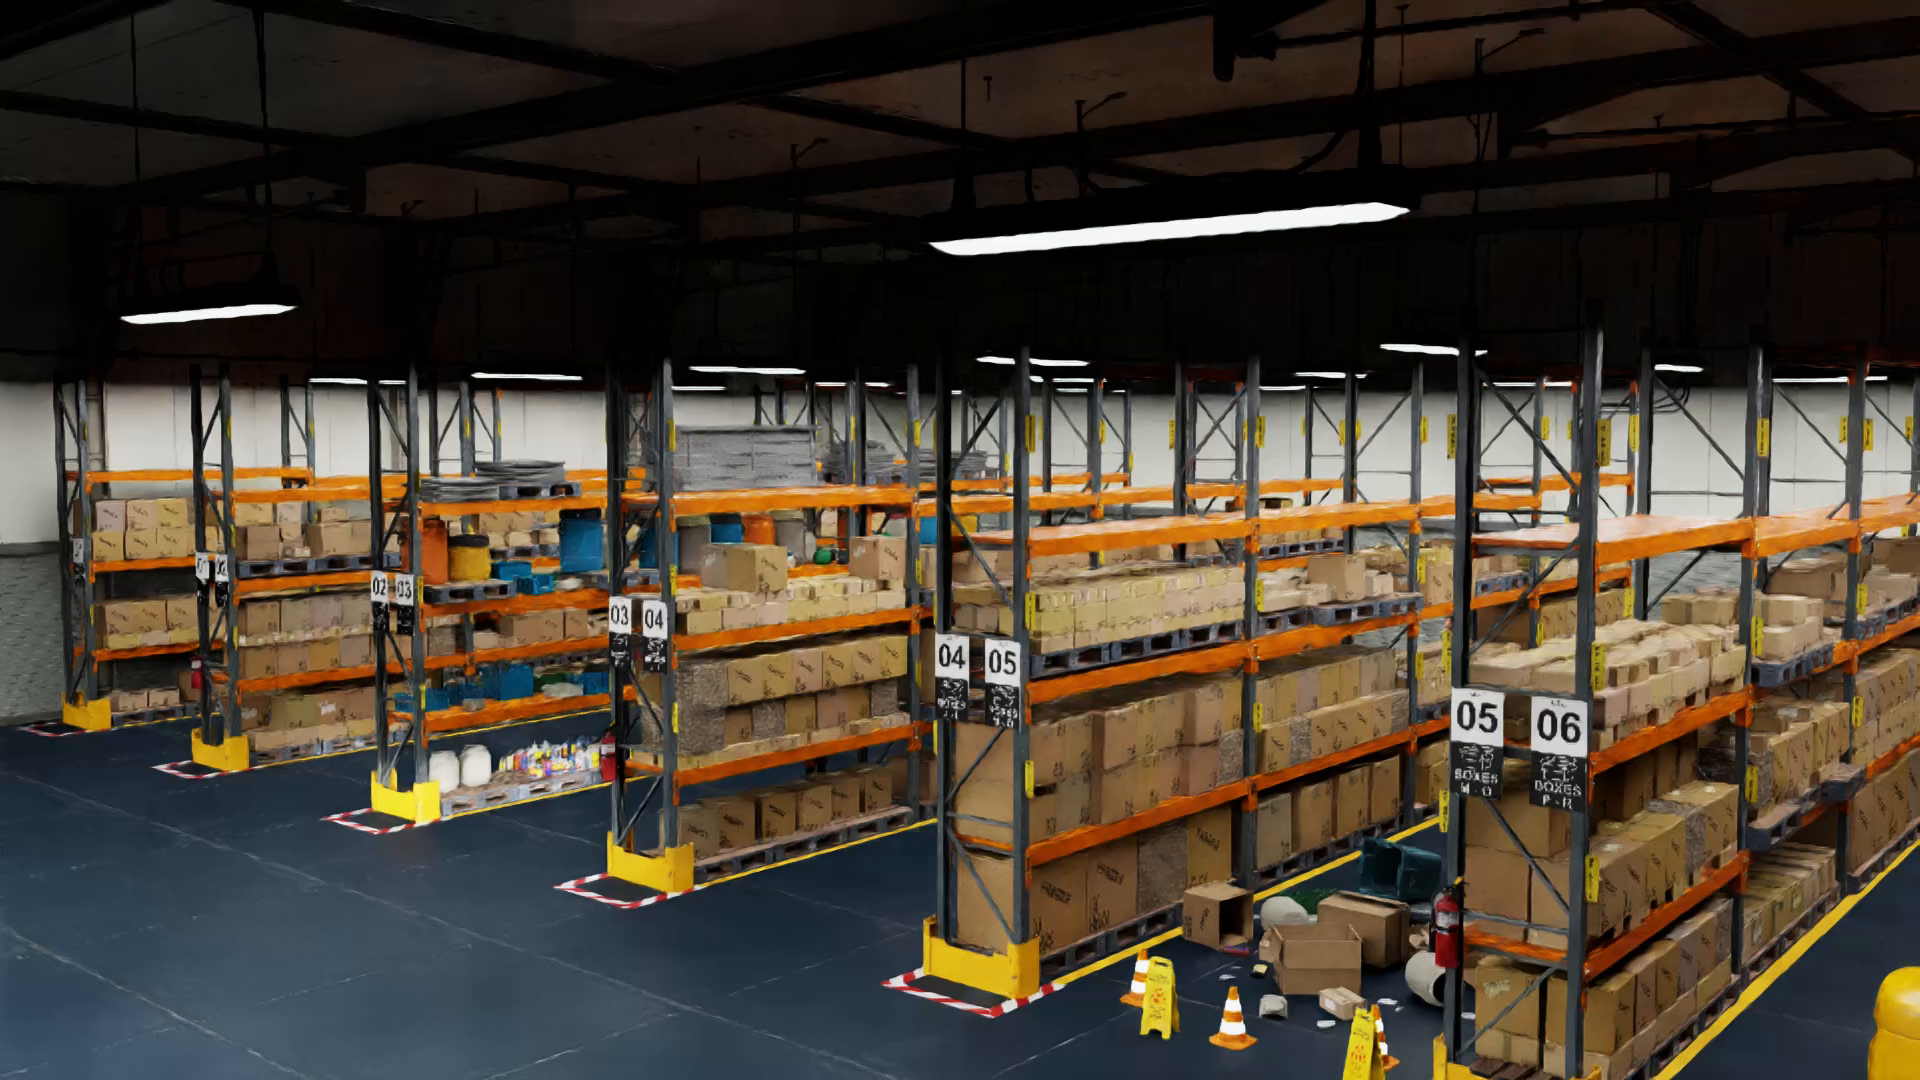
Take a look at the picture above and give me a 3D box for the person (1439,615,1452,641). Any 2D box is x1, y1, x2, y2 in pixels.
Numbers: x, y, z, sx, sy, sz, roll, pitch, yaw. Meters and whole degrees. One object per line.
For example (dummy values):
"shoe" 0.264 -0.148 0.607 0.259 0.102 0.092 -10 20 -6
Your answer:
"person" 8.966 2.159 30.440 0.448 1.588 1.110 4 6 42

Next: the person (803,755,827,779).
"person" -2.065 2.550 23.656 0.655 1.785 0.577 -2 4 -22

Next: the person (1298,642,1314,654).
"person" 5.560 2.385 26.507 0.598 1.698 1.194 4 6 42
